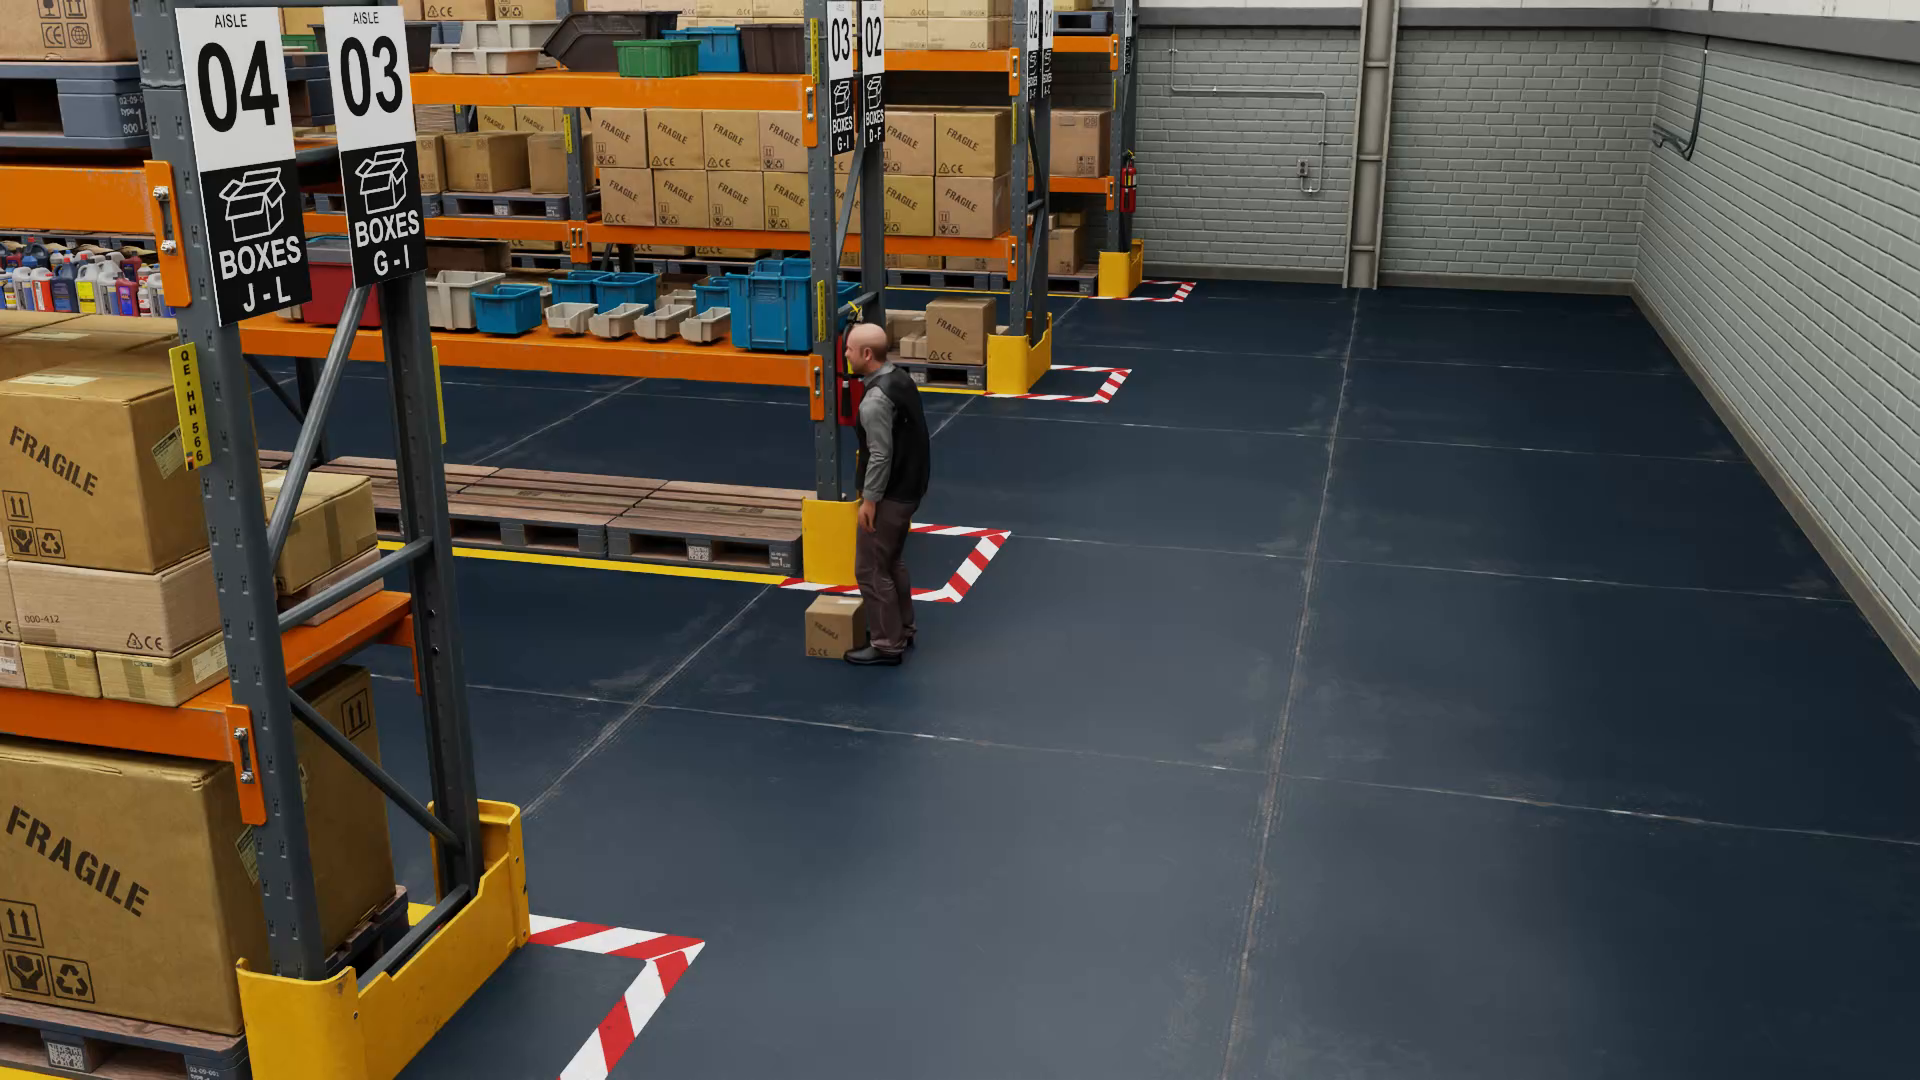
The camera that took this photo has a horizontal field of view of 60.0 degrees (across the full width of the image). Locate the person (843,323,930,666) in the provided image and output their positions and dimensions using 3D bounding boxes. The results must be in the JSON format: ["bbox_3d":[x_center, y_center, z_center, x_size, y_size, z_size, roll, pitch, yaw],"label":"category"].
[{"bbox_3d":[-0.361,-0.228,8.293,0.420,1.719,0.578,4,19,11],"label":"person"}]
